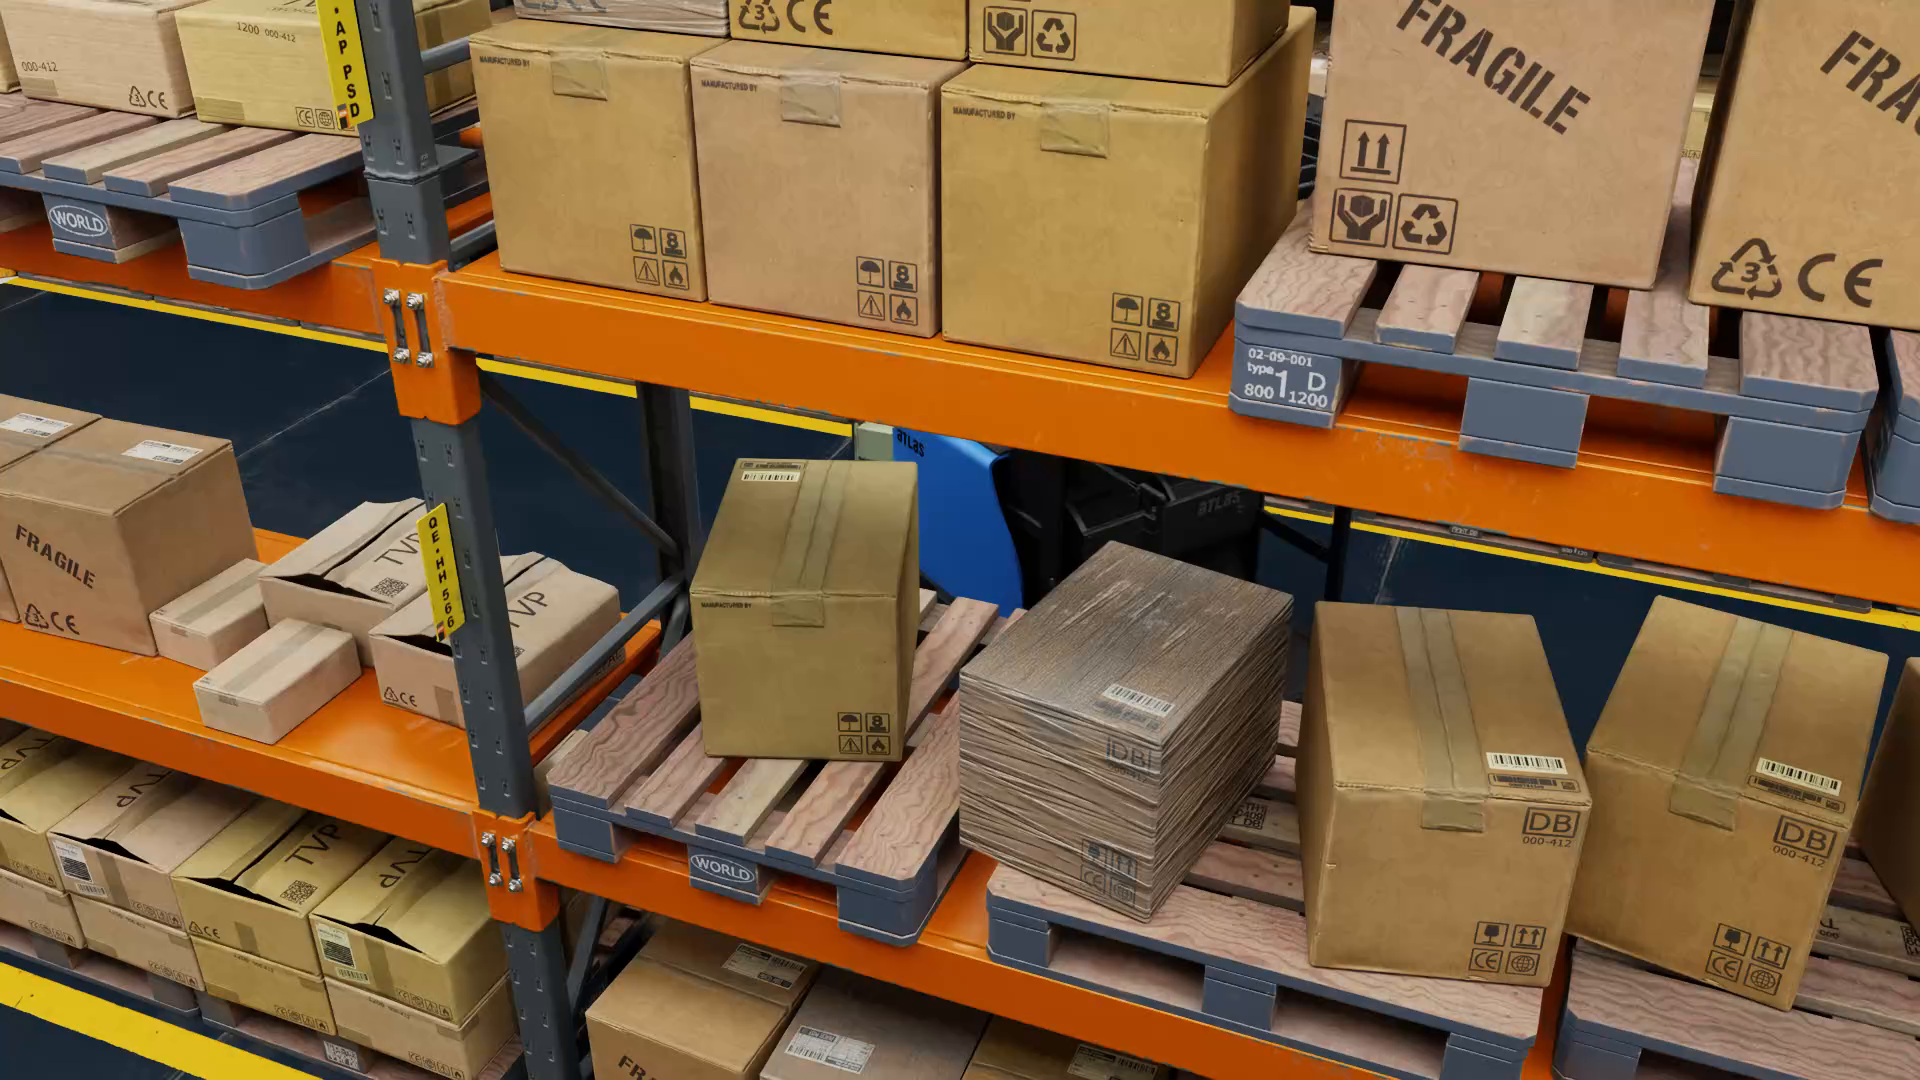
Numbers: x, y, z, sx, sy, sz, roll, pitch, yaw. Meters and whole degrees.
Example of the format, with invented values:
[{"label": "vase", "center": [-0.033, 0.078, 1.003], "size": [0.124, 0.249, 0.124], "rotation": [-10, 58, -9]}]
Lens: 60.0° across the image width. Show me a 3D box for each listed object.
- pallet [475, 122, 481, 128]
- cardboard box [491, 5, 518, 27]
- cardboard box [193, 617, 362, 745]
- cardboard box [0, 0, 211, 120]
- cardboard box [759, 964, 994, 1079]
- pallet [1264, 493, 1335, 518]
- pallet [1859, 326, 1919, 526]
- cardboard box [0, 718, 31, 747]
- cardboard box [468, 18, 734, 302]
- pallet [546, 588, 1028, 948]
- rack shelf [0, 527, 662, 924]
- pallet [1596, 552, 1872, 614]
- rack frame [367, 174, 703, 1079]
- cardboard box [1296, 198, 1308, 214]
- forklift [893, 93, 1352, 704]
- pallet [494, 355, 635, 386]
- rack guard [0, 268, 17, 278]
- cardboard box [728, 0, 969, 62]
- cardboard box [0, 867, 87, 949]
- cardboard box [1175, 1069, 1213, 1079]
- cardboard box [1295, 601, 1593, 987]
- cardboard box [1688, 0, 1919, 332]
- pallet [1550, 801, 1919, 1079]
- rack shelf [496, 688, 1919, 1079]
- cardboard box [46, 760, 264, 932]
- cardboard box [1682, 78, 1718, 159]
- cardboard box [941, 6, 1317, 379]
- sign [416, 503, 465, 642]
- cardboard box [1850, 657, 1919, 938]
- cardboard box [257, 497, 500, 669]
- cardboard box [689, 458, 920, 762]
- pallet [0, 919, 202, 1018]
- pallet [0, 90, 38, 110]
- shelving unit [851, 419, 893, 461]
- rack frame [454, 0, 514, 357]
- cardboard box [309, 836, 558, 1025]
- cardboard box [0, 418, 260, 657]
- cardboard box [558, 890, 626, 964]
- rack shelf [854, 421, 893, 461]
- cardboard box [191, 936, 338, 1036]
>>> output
[{"label": "pallet", "center": [-2.201, -2.379, 9.606], "size": [1.213, 0.211, 1.003], "rotation": [11, 31, 19]}, {"label": "cardboard box", "center": [-2.395, -2.796, 9.600], "size": [0.500, 0.500, 0.700], "rotation": [11, 31, 19]}, {"label": "cardboard box", "center": [-1.944, 0.398, 4.753], "size": [0.250, 0.149, 0.380], "rotation": [11, 31, 19]}, {"label": "cardboard box", "center": [-1.941, -1.242, 4.076], "size": [0.500, 0.250, 0.500], "rotation": [12, 32, 20]}, {"label": "cardboard box", "center": [-0.205, 1.534, 4.581], "size": [0.500, 0.500, 0.500], "rotation": [10, 31, 17]}, {"label": "pallet", "center": [1.555, -0.536, 8.985], "size": [1.213, 0.211, 1.003], "rotation": [11, 31, 19]}, {"label": "pallet", "center": [2.122, -0.308, 2.889], "size": [1.003, 0.211, 1.213], "rotation": [11, 31, 19]}, {"label": "cardboard box", "center": [-3.482, 0.739, 5.692], "size": [0.500, 0.311, 0.500], "rotation": [10, 31, 17]}, {"label": "cardboard box", "center": [-0.590, -0.955, 3.742], "size": [0.500, 0.500, 0.910], "rotation": [11, 31, 19]}, {"label": "pallet", "center": [-0.352, 0.506, 4.502], "size": [1.003, 0.211, 1.213], "rotation": [11, 31, 19]}, {"label": "rack shelf", "center": [-2.860, 0.272, 5.452], "size": [4.000, 0.370, 1.077], "rotation": [11, 31, 19]}, {"label": "pallet", "center": [3.816, -0.085, 8.186], "size": [1.213, 0.211, 1.003], "rotation": [11, 31, 19]}, {"label": "rack frame", "center": [-1.007, 0.329, 4.620], "size": [0.127, 3.000, 1.000], "rotation": [11, 31, 19]}, {"label": "cardboard box", "center": [1.688, -1.805, 7.970], "size": [0.500, 0.500, 0.500], "rotation": [12, 32, 21]}, {"label": "forklift", "center": [0.932, -0.511, 6.175], "size": [1.130, 2.935, 3.031], "rotation": [-18, 34, -29]}, {"label": "pallet", "center": [-2.132, -1.313, 10.359], "size": [1.213, 0.211, 1.003], "rotation": [11, 31, 19]}, {"label": "rack guard", "center": [-6.490, -2.308, 11.826], "size": [0.348, 0.500, 1.175], "rotation": [11, 31, 19]}, {"label": "cardboard box", "center": [-0.132, -1.278, 3.296], "size": [0.500, 0.500, 0.500], "rotation": [11, 31, 19]}, {"label": "cardboard box", "center": [-3.007, 1.075, 5.668], "size": [0.500, 0.250, 0.500], "rotation": [12, 32, 20]}, {"label": "cardboard box", "center": [0.743, 1.723, 4.246], "size": [0.500, 0.500, 0.500], "rotation": [10, 31, 17]}, {"label": "cardboard box", "center": [1.040, 0.544, 3.711], "size": [0.500, 0.500, 0.700], "rotation": [4, 30, 6]}, {"label": "cardboard box", "center": [1.633, -0.747, 2.845], "size": [0.600, 0.600, 0.600], "rotation": [11, 31, 19]}, {"label": "pallet", "center": [2.000, 0.955, 3.708], "size": [1.213, 0.211, 1.003], "rotation": [11, 31, 19]}, {"label": "rack shelf", "center": [0.847, 1.012, 4.142], "size": [4.000, 0.370, 1.077], "rotation": [11, 31, 19]}, {"label": "cardboard box", "center": [-2.535, 0.926, 5.360], "size": [0.500, 0.311, 0.500], "rotation": [11, 31, 19]}, {"label": "cardboard box", "center": [3.087, -1.862, 7.309], "size": [0.500, 0.250, 0.500], "rotation": [12, 32, 20]}, {"label": "cardboard box", "center": [0.365, -0.765, 3.405], "size": [0.500, 0.500, 0.910], "rotation": [11, 31, 19]}, {"label": "sign", "center": [-1.212, 0.078, 3.886], "size": [0.005, 0.325, 0.100], "rotation": [11, 31, 19]}, {"label": "cardboard box", "center": [2.345, 0.653, 3.518], "size": [0.500, 0.500, 0.700], "rotation": [1, 30, 2]}, {"label": "cardboard box", "center": [-1.763, 0.114, 5.091], "size": [0.500, 0.311, 0.500], "rotation": [11, 31, 19]}, {"label": "cardboard box", "center": [-0.381, 0.167, 4.377], "size": [0.500, 0.500, 0.700], "rotation": [1, 30, 2]}, {"label": "pallet", "center": [-2.881, 1.146, 6.008], "size": [1.213, 0.211, 1.003], "rotation": [11, 31, 19]}, {"label": "pallet", "center": [-2.706, -1.185, 4.442], "size": [1.213, 0.211, 1.003], "rotation": [13, 32, 21]}, {"label": "shelving unit", "center": [-0.101, -0.717, 7.994], "size": [0.755, 1.500, 0.431], "rotation": [11, 31, 18]}, {"label": "rack frame", "center": [-2.854, -2.671, 9.927], "size": [0.127, 3.000, 1.000], "rotation": [11, 31, 19]}, {"label": "cardboard box", "center": [-1.585, 1.114, 5.028], "size": [0.500, 0.311, 0.500], "rotation": [12, 32, 20]}, {"label": "cardboard box", "center": [-2.568, -0.018, 5.131], "size": [0.500, 0.500, 0.500], "rotation": [10, 31, 16]}, {"label": "cardboard box", "center": [-1.381, 1.112, 5.602], "size": [0.500, 0.250, 0.500], "rotation": [11, 31, 19]}, {"label": "rack shelf", "center": [-0.101, -0.433, 8.154], "size": [0.720, 0.370, 0.431], "rotation": [11, 31, 18]}, {"label": "cardboard box", "center": [-2.065, 1.263, 5.335], "size": [0.500, 0.250, 0.500], "rotation": [11, 31, 19]}]
